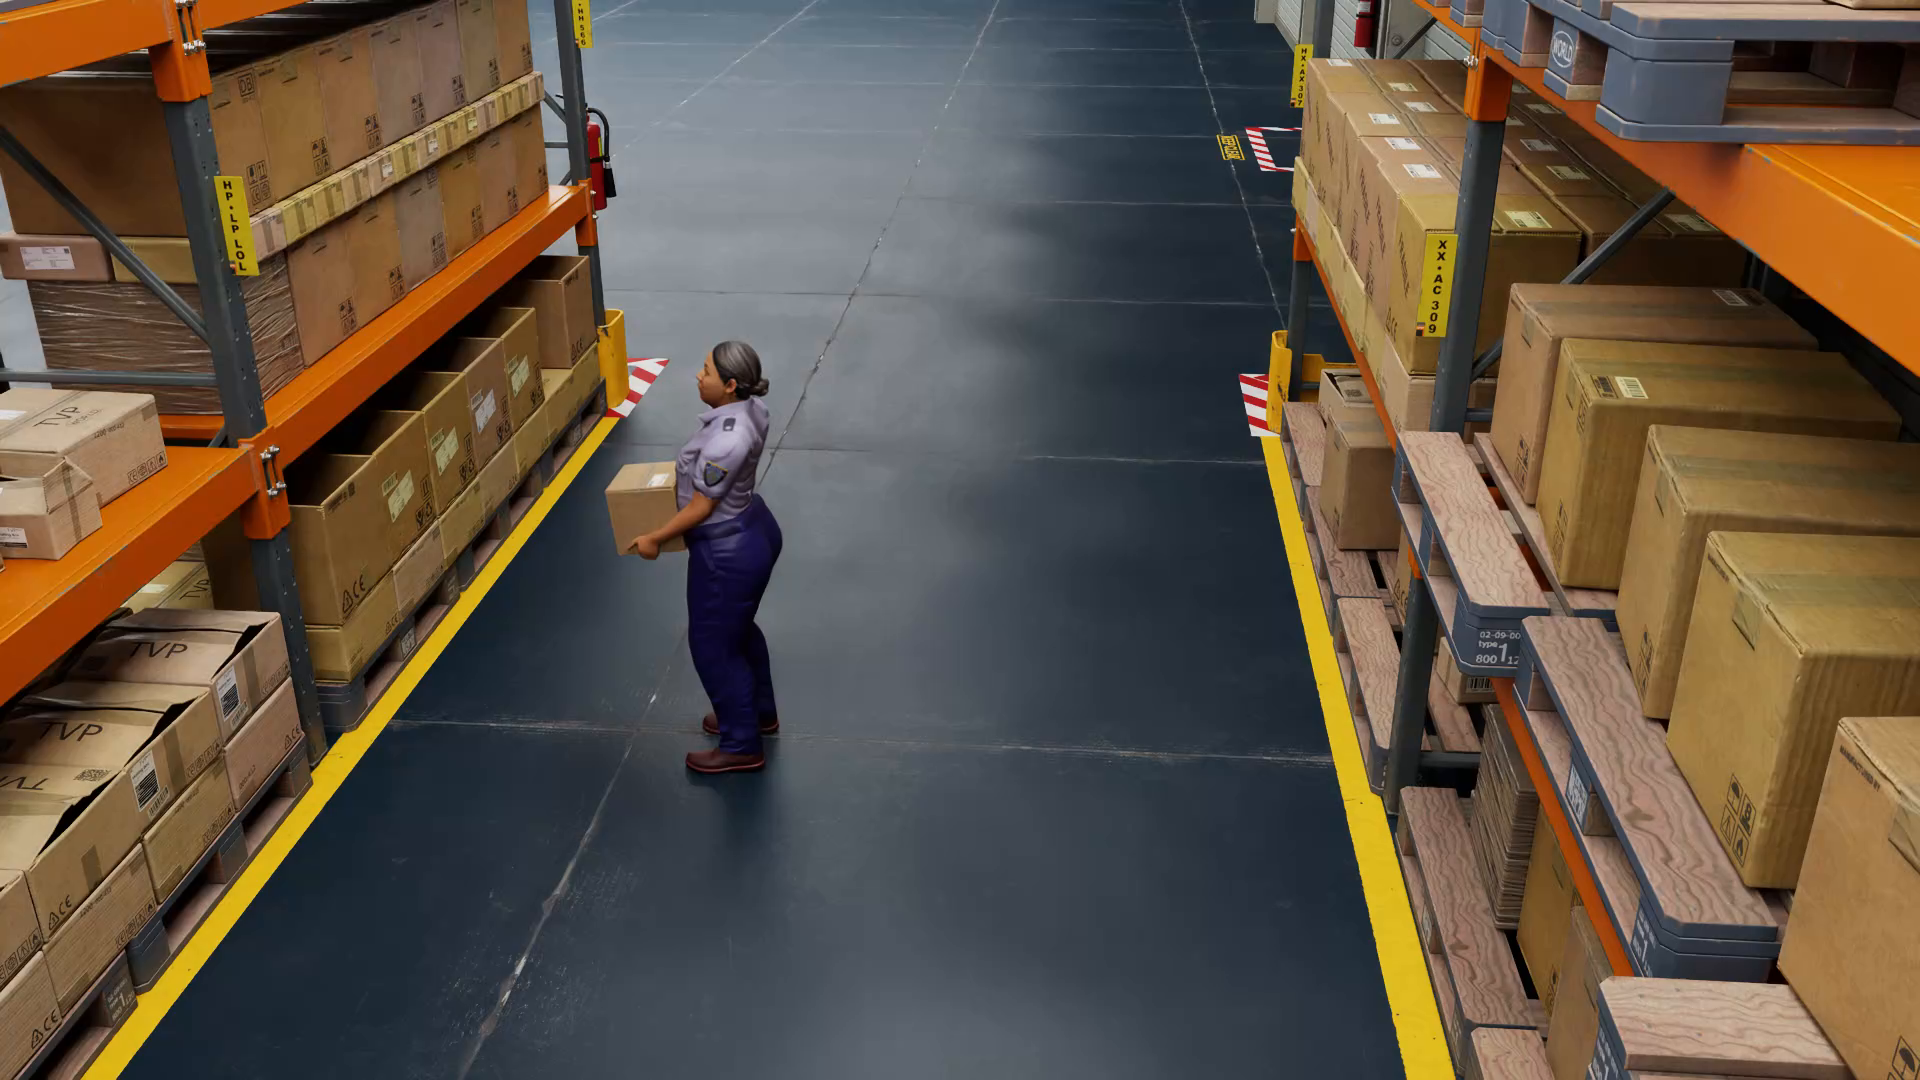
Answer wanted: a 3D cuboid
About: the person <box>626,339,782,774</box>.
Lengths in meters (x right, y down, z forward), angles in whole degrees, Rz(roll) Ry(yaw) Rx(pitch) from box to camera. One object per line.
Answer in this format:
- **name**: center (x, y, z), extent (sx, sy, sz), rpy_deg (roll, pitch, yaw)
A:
- **person**: center (-0.915, 0.053, 6.023), extent (0.518, 1.635, 0.452), rpy_deg (2, 25, 5)
